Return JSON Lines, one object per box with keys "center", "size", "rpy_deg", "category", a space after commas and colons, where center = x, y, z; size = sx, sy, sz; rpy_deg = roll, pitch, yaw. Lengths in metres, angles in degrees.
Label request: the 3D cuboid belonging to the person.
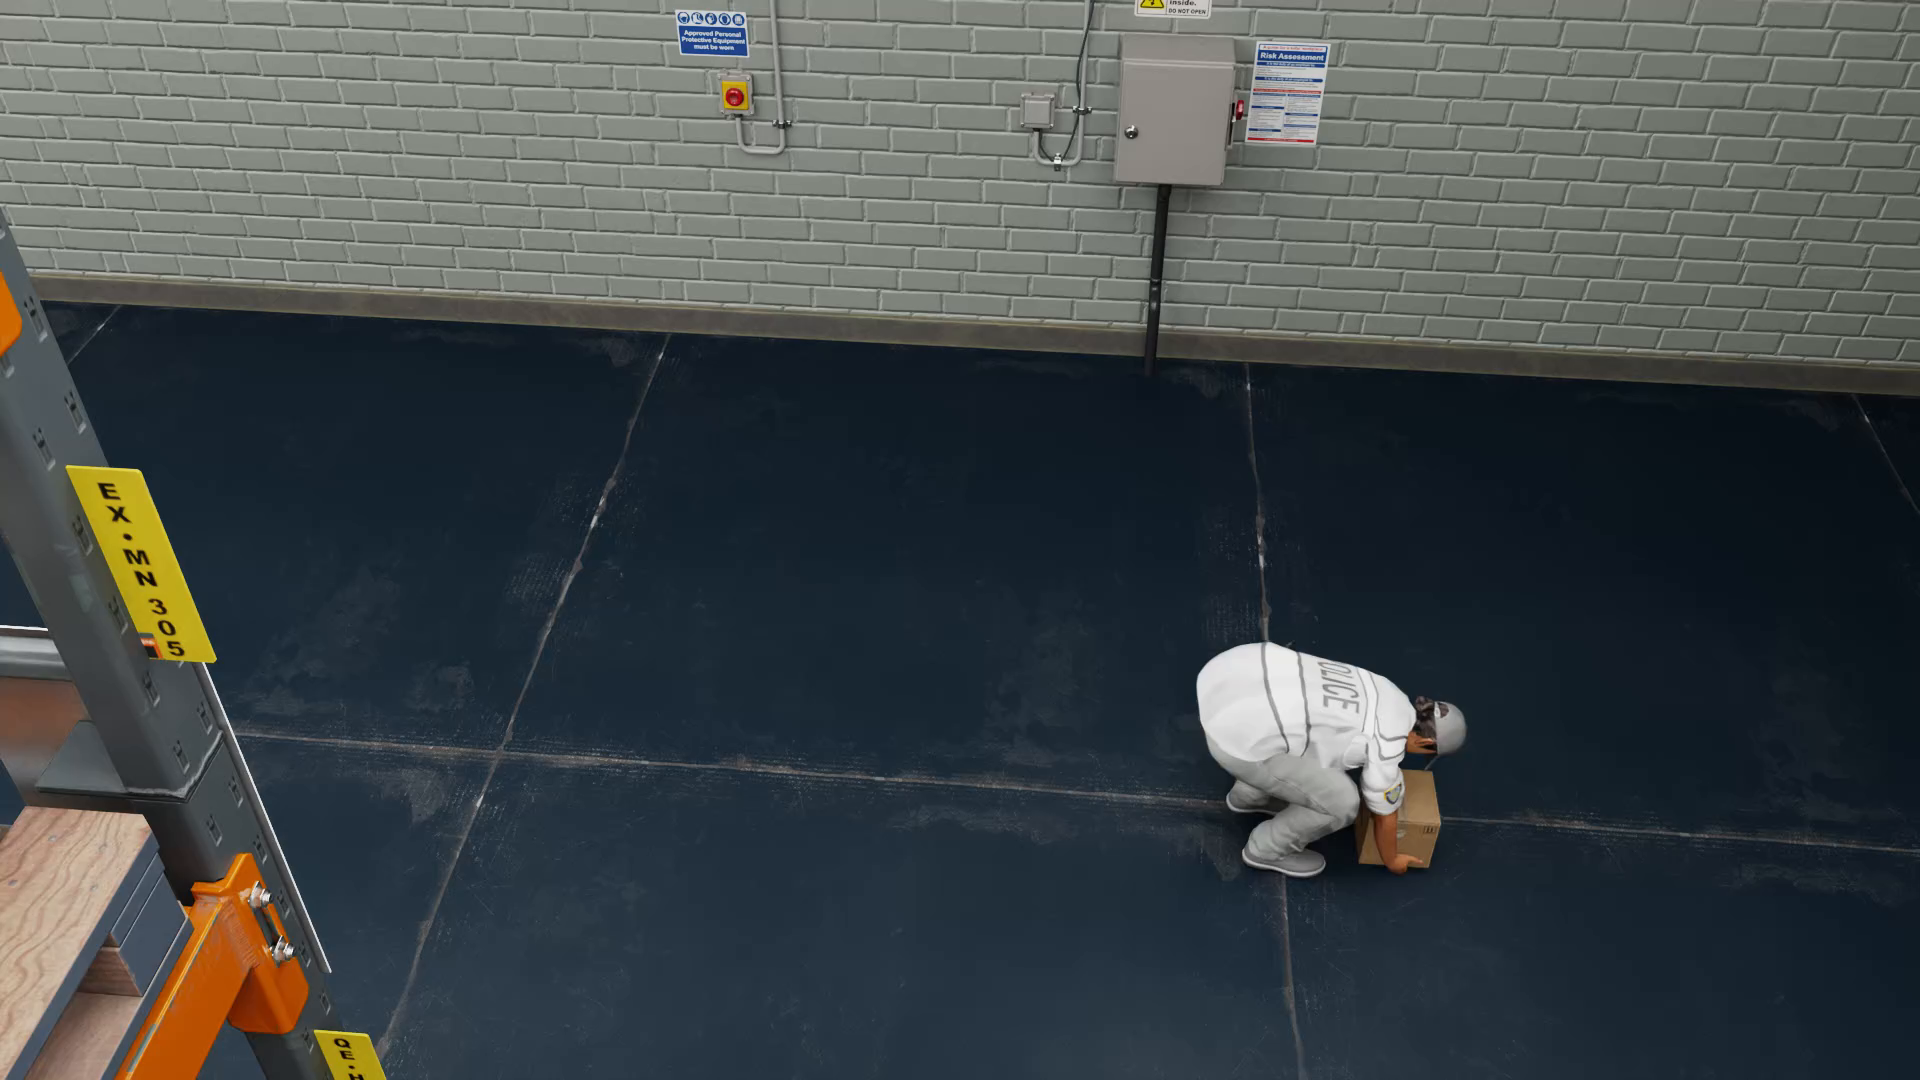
{"center": [1.284, 0.764, 5.868], "size": [0.938, 0.873, 0.514], "rpy_deg": [2, 40, 2], "category": "person"}
